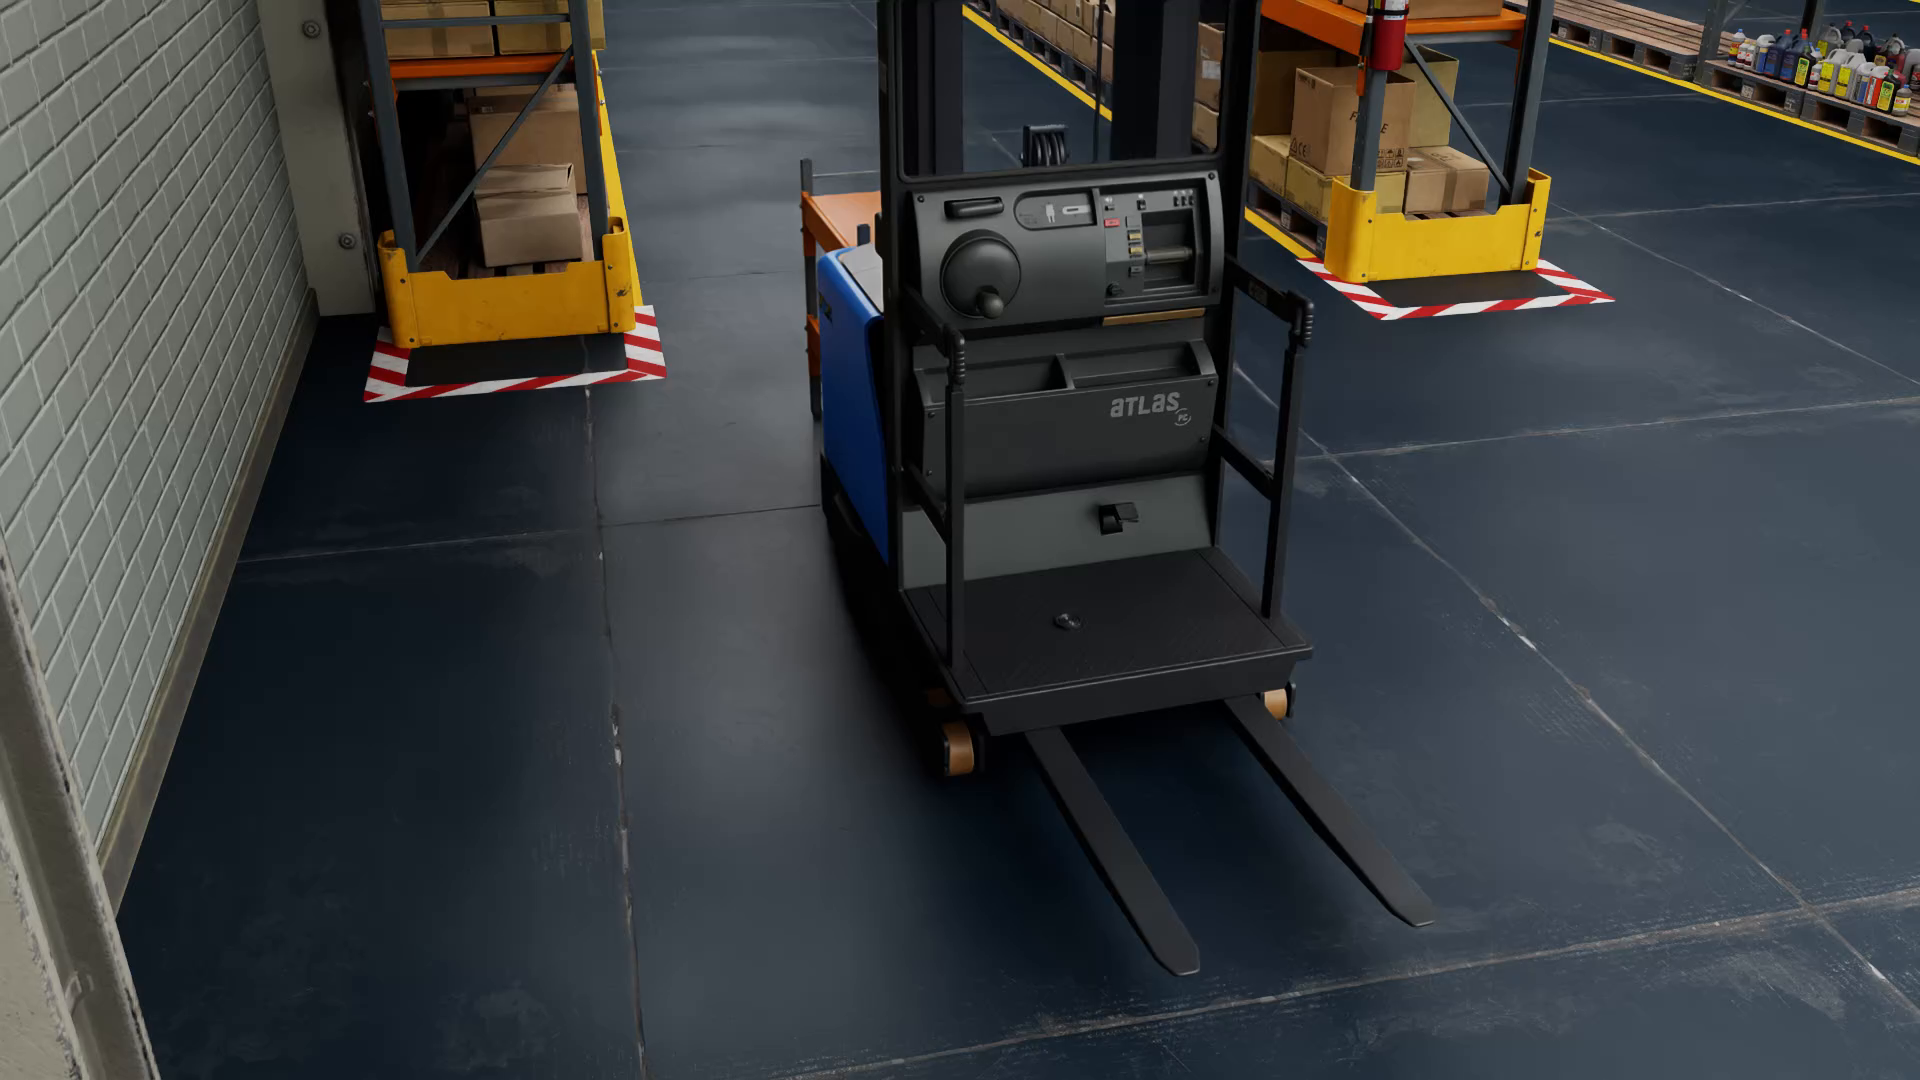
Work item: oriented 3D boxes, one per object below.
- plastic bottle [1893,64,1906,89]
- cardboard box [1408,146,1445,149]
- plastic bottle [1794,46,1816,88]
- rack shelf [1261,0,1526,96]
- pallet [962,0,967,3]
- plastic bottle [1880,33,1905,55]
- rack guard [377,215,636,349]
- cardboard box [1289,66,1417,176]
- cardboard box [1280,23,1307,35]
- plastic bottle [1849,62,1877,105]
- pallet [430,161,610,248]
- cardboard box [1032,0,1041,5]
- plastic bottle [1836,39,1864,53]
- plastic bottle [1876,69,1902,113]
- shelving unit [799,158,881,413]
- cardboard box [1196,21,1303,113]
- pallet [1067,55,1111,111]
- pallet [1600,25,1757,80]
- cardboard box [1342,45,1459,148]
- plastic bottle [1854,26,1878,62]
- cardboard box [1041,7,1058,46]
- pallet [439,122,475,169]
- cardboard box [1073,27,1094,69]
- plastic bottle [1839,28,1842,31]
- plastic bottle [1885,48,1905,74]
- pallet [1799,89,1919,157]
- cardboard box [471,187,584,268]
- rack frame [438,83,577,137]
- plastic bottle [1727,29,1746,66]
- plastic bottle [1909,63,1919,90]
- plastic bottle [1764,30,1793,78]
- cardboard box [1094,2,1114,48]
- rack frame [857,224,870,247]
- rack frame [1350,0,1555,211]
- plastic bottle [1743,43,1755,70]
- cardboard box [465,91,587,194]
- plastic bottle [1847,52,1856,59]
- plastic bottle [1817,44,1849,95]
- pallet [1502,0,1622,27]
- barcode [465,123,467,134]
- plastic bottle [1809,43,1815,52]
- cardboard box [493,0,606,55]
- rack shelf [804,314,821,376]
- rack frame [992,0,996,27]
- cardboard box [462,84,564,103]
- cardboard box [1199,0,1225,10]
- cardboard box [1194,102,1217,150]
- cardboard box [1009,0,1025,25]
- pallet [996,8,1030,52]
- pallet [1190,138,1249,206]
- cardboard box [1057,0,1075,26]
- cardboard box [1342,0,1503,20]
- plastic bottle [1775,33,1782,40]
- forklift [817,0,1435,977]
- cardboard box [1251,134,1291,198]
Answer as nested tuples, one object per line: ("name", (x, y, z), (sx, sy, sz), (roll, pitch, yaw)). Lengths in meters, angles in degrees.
("plastic bottle", (6.674, -3.243, 11.872), (0.061, 0.283, 0.133), (-6, 27, -12))
("cardboard box", (2.594, -2.308, 10.080), (0.500, 0.250, 0.500), (-6, 27, -12))
("plastic bottle", (6.357, -3.556, 12.493), (0.061, 0.283, 0.133), (-5, 27, -9))
("rack shelf", (2.164, -3.428, 10.511), (1.077, 0.370, 4.000), (-6, 27, -12))
("pallet", (0.409, -6.004, 17.912), (1.003, 0.211, 1.213), (-6, 27, -12))
("plastic bottle", (7.082, -3.663, 12.630), (0.144, 0.351, 0.185), (-6, 27, -12))
("rack guard", (-2.228, -1.284, 8.239), (1.175, 0.500, 0.348), (-6, 27, -12))
("cardboard box", (2.204, -2.371, 9.372), (0.500, 0.500, 0.500), (-6, 27, -12))
("cardboard box", (2.375, -3.083, 10.782), (0.500, 0.500, 0.500), (-6, 27, -12))
("plastic bottle", (6.539, -3.289, 11.972), (0.152, 0.276, 0.135), (-7, 28, -13))
("pallet", (-2.648, -2.050, 10.077), (1.003, 0.211, 1.213), (-6, 27, -12))
("cardboard box", (0.883, -4.880, 14.552), (0.500, 0.311, 0.500), (-7, 28, -13))
("plastic bottle", (6.871, -3.745, 12.876), (0.152, 0.276, 0.135), (-6, 27, -12))
("plastic bottle", (6.557, -3.168, 11.723), (0.061, 0.283, 0.133), (-5, 27, -10))
("shelving unit", (-0.274, -0.884, 6.753), (0.538, 1.125, 1.048), (-8, 28, -15))
("cardboard box", (1.853, -3.028, 10.674), (0.500, 0.500, 0.500), (-6, 27, -12))
("pallet", (1.509, -3.702, 13.350), (1.003, 0.211, 1.213), (-6, 27, -12))
("pallet", (6.325, -4.225, 14.386), (1.003, 0.211, 1.213), (-6, 27, -12))
("cardboard box", (2.596, -2.643, 9.911), (0.500, 0.500, 0.500), (-6, 27, -12))
("plastic bottle", (7.009, -3.805, 12.911), (0.144, 0.351, 0.185), (-7, 28, -14))
("cardboard box", (0.996, -4.410, 14.244), (0.500, 0.250, 0.500), (-5, 27, -11))
("pallet", (-2.926, -2.586, 11.140), (1.003, 0.211, 1.213), (-6, 27, -12))
("cardboard box", (1.225, -3.962, 13.356), (0.500, 0.250, 0.500), (-6, 27, -12))
("plastic bottle", (6.970, -3.935, 13.243), (0.061, 0.283, 0.133), (-5, 27, -9))
("plastic bottle", (7.011, -3.550, 12.481), (0.061, 0.283, 0.133), (-6, 27, -12))
("pallet", (6.929, -3.048, 12.055), (1.003, 0.211, 1.213), (-6, 27, -12))
("cardboard box", (-2.279, -1.676, 8.736), (0.500, 0.311, 0.500), (-9, 28, -17))
("rack frame", (-3.112, -4.123, 11.089), (1.000, 3.000, 0.127), (-6, 27, -12))
("plastic bottle", (6.185, -3.923, 13.232), (0.097, 0.271, 0.097), (0, 27, 0))
("plastic bottle", (7.168, -3.475, 12.424), (0.097, 0.201, 0.097), (0, 27, 0))
("plastic bottle", (6.318, -3.746, 12.794), (0.144, 0.351, 0.185), (-5, 27, -10))
("cardboard box", (1.343, -3.986, 12.782), (0.500, 0.311, 0.500), (-6, 27, -12))
("rack frame", (-0.130, -0.664, 6.318), (0.500, 1.125, 0.032), (-8, 28, -15))
("rack frame", (2.615, -2.871, 8.610), (1.000, 3.000, 0.127), (-6, 27, -12))
("plastic bottle", (6.231, -3.802, 13.071), (0.097, 0.201, 0.097), (0, 27, 0))
("cardboard box", (-2.524, -2.337, 9.838), (0.700, 0.500, 0.500), (-8, 28, -15))
("plastic bottle", (6.595, -3.469, 12.329), (0.152, 0.276, 0.135), (-6, 27, -12))
("plastic bottle", (6.456, -3.476, 12.260), (0.144, 0.351, 0.185), (-6, 27, -12))
("pallet", (5.775, -5.296, 16.508), (1.003, 0.211, 1.213), (-6, 27, -12))
("barcode", (-3.213, -2.674, 10.816), (0.001, 0.075, 0.075), (-6, 27, -12))
("plastic bottle", (6.468, -3.659, 12.710), (0.097, 0.271, 0.097), (0, 27, 0))
("cardboard box", (-2.011, -2.555, 8.127), (0.500, 0.250, 0.500), (-7, 28, -13))
("rack shelf", (-0.274, -0.666, 6.863), (0.538, 0.278, 1.000), (-8, 28, -15))
("rack frame", (0.812, -6.383, 15.568), (1.000, 3.000, 0.127), (-6, 27, -12))
("cardboard box", (-3.294, -3.525, 12.190), (0.700, 0.500, 0.500), (-5, 27, -10))
("cardboard box", (1.633, -3.468, 11.545), (0.500, 0.500, 0.500), (-6, 27, -12))
("cardboard box", (1.856, -2.694, 10.844), (0.500, 0.250, 0.500), (-6, 27, -12))
("cardboard box", (0.758, -4.863, 15.141), (0.500, 0.250, 0.500), (-7, 28, -13))
("pallet", (0.959, -4.773, 15.472), (1.003, 0.211, 1.213), (-6, 27, -12))
("pallet", (2.130, -2.492, 10.954), (1.003, 0.211, 1.213), (-6, 27, -12))
("cardboard box", (1.109, -4.433, 13.668), (0.500, 0.311, 0.500), (-6, 27, -12))
("cardboard box", (2.522, -3.122, 8.996), (0.700, 0.500, 0.500), (-6, 27, -12))
("plastic bottle", (6.388, -3.800, 12.976), (0.061, 0.283, 0.133), (-6, 27, -12))
("forklift", (0.383, -0.813, 4.608), (1.130, 2.935, 3.031), (-8, 28, -15))
("cardboard box", (2.082, -2.255, 9.974), (0.500, 0.250, 0.500), (-6, 27, -12))
